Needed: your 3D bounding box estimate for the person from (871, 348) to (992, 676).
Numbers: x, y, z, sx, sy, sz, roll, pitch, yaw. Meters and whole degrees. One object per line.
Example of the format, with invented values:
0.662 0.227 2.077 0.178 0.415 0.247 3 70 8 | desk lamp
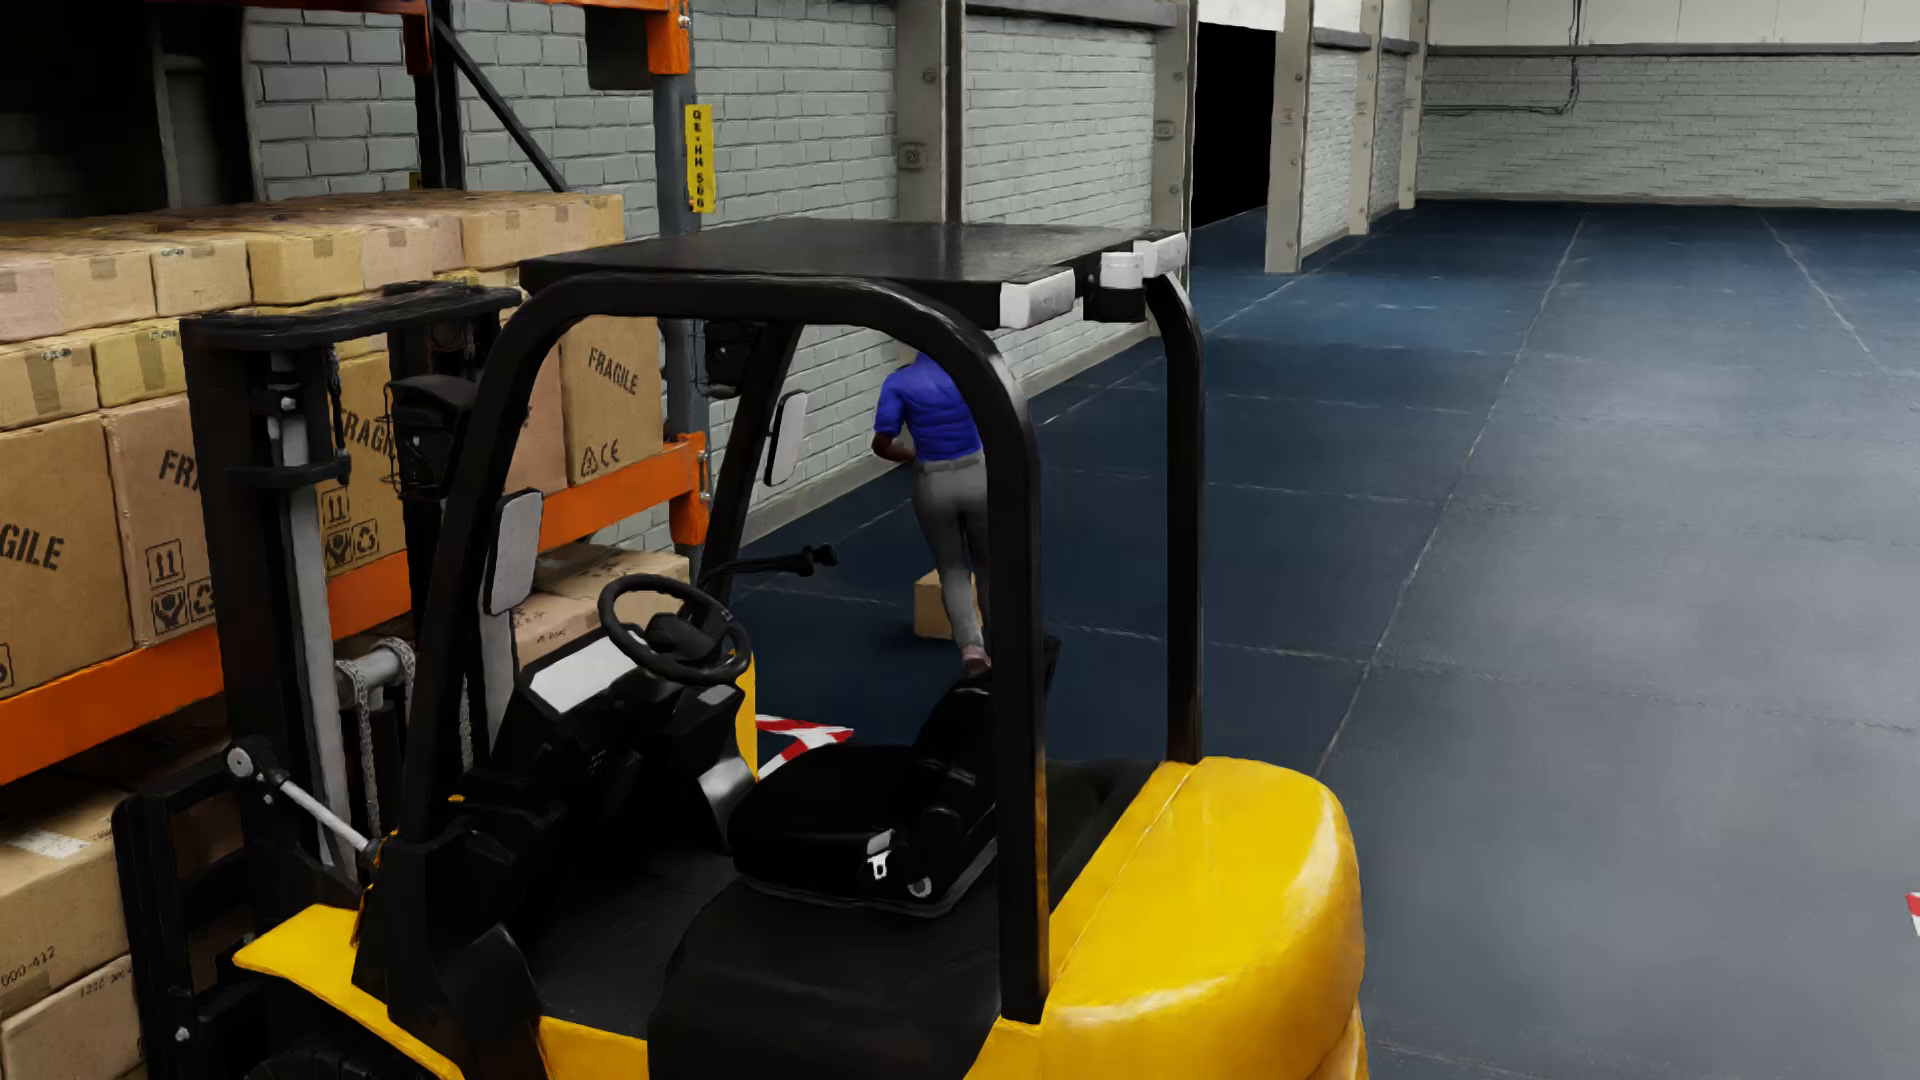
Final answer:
-0.051 -0.183 6.763 0.610 1.613 0.680 0 16 -1 | person
